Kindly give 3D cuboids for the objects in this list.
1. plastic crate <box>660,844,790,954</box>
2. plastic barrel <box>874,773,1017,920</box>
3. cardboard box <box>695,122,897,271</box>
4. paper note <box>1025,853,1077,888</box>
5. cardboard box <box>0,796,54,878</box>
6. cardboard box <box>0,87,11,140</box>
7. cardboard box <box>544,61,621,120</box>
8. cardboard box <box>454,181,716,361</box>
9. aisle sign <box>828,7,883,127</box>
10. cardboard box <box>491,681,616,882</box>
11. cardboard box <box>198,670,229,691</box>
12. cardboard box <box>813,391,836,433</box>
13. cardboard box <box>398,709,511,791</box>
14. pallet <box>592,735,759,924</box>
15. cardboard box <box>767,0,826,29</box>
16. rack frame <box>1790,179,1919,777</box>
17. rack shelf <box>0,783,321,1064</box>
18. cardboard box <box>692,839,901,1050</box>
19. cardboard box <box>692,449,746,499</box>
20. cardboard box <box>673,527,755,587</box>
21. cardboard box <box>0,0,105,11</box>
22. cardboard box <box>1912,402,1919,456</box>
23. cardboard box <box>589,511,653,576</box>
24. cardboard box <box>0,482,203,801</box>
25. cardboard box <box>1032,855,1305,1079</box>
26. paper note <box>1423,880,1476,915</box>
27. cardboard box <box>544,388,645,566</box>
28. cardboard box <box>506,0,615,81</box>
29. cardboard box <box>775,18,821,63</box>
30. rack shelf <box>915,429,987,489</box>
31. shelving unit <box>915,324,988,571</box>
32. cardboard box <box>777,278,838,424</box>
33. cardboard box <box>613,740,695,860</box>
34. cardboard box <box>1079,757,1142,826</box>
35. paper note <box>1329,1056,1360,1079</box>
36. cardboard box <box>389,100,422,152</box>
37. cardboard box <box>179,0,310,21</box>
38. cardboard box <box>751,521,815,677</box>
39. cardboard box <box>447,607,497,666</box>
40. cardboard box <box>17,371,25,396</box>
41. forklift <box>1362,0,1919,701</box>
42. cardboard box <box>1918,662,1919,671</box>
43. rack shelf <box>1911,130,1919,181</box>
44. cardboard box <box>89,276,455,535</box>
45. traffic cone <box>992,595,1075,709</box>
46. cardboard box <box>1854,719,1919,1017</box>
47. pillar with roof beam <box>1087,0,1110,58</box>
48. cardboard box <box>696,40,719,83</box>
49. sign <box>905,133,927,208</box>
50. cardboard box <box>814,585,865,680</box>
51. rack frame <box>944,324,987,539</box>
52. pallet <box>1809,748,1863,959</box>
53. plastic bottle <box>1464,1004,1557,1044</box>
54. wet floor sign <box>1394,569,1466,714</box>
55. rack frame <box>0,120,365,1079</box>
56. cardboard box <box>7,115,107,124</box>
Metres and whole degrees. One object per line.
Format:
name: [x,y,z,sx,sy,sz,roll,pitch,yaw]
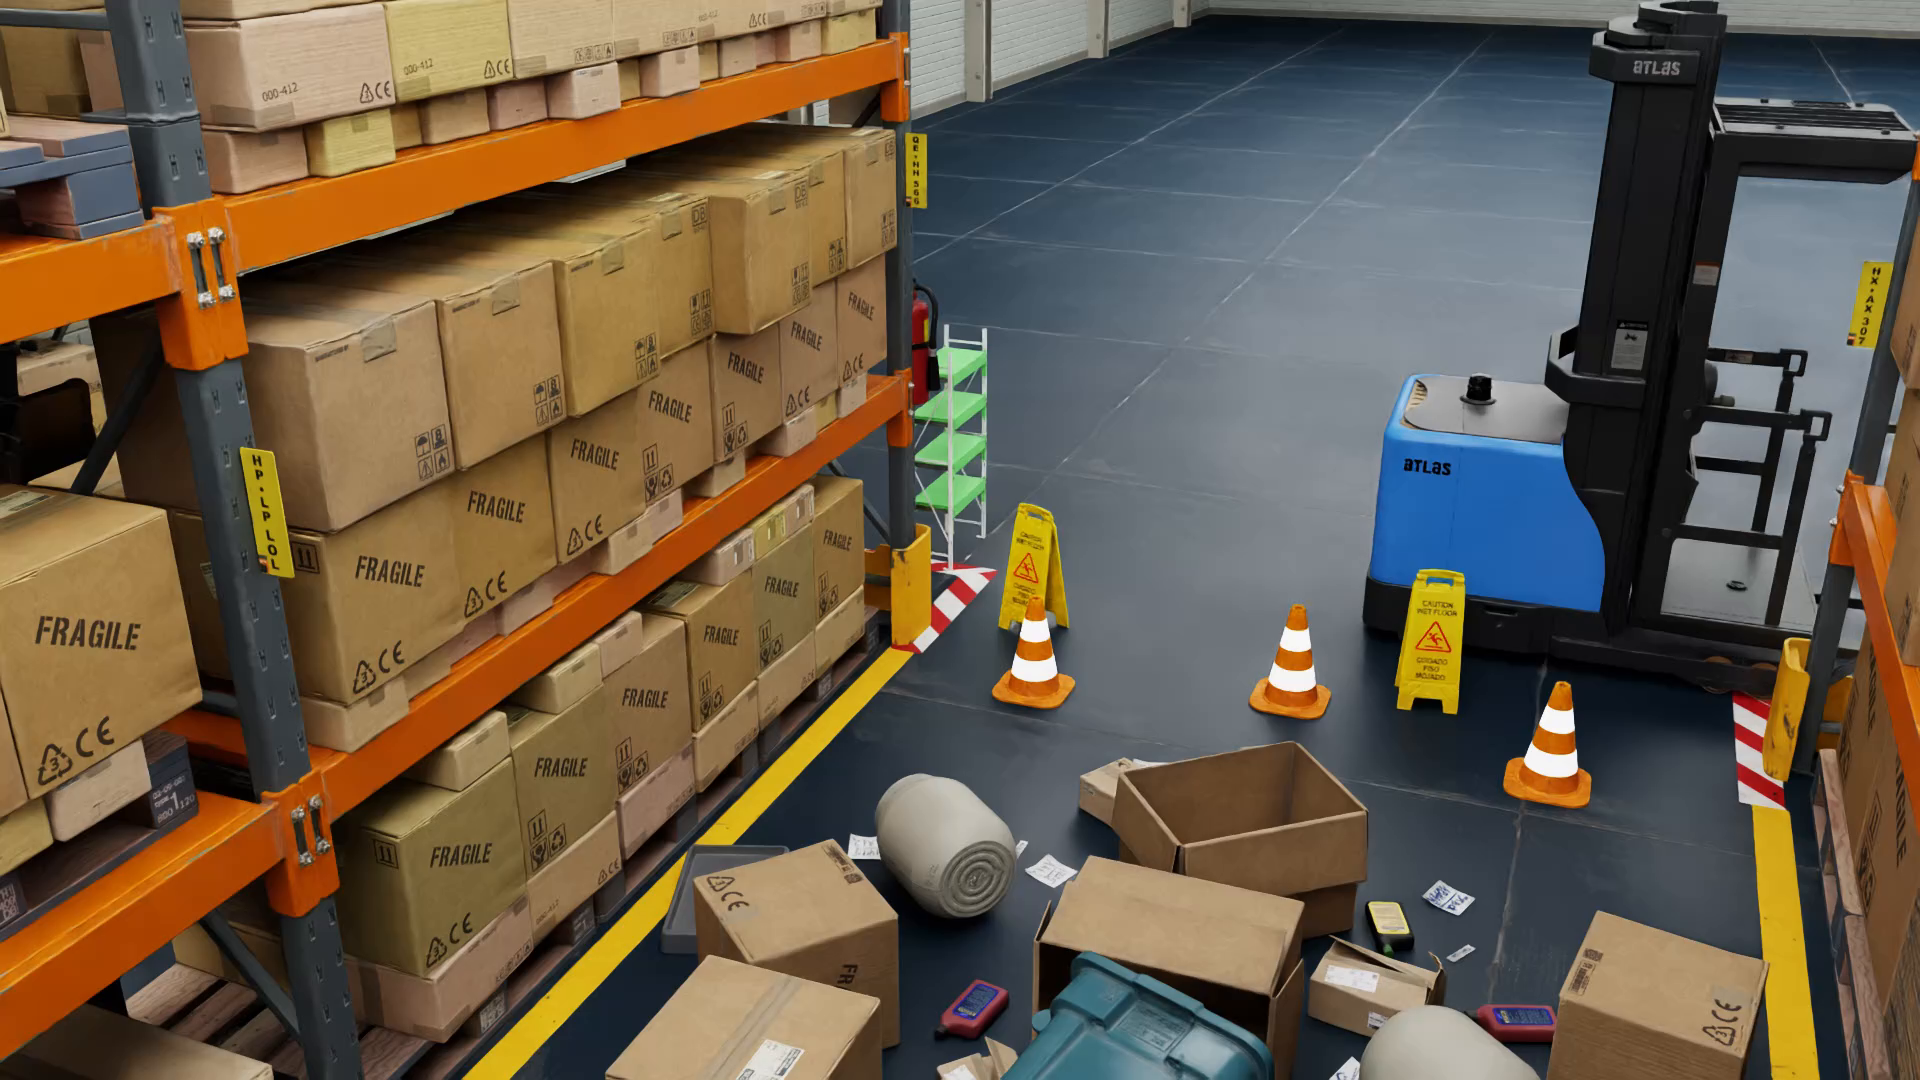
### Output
plastic crate: [-0.842,1.295,6.046,0.402,0.080,0.583,1,23,2]
plastic barrel: [-0.062,1.105,6.055,0.421,0.421,0.512,-12,25,-26]
cardboard box: [-0.688,-1.470,7.065,0.700,0.500,0.500,8,24,19]
paper note: [0.342,1.242,6.253,0.148,0.019,0.142,19,29,38]
cardboard box: [-2.236,0.630,3.632,0.380,0.149,0.250,8,24,18]
cardboard box: [-2.269,-0.887,3.239,0.500,0.250,0.500,8,24,19]
cardboard box: [-1.283,-1.401,5.147,0.380,0.149,0.250,8,24,19]
cardboard box: [-1.291,-0.934,5.782,0.700,0.500,0.500,9,24,20]
aisle sign: [-0.408,-2.220,7.299,0.394,0.787,0.004,9,24,20]
cardboard box: [-1.529,0.755,5.600,0.500,0.500,0.500,10,25,22]
cardboard box: [-2.350,0.349,4.848,0.380,0.149,0.250,9,24,20]
cardboard box: [-0.747,-0.564,7.034,0.380,0.149,0.250,8,24,19]
cardboard box: [-1.615,0.613,5.099,0.380,0.149,0.250,9,24,21]
pallet: [-1.518,0.995,6.593,1.003,0.211,1.213,9,24,20]
cardboard box: [-0.841,-2.092,6.283,0.500,0.250,0.500,8,24,19]
rack frame: [3.933,-0.367,6.236,1.000,3.000,0.127,9,24,20]
rack shelf: [-2.929,1.440,2.845,1.077,0.370,4.000,9,24,20]
cardboard box: [-0.525,1.356,5.352,0.500,0.500,0.500,-12,25,-26]
cardboard box: [-1.051,-0.291,6.381,0.380,0.149,0.250,9,24,20]
cardboard box: [-1.026,0.039,6.473,0.380,0.149,0.250,10,25,22]
cardboard box: [-2.271,-1.389,4.082,0.380,0.149,0.250,9,24,21]
cardboard box: [3.306,-0.416,4.759,0.875,0.550,0.550,9,24,20]
cardboard box: [-1.288,-0.015,5.721,0.380,0.149,0.250,9,24,20]
cardboard box: [-2.145,0.213,3.788,0.500,0.500,0.500,8,24,19]
cardboard box: [0.658,1.377,5.125,0.797,0.637,0.503,9,24,20]
paper note: [1.789,1.307,6.083,0.144,0.017,0.142,19,29,38]
cardboard box: [-1.401,-0.270,5.488,0.500,0.500,0.500,9,24,20]
cardboard box: [-1.388,-1.542,4.966,0.500,0.250,0.500,9,24,21]
cardboard box: [-0.766,-1.956,6.475,0.380,0.149,0.250,10,25,22]
rack shelf: [-0.061,-0.436,8.902,0.258,0.148,0.480,9,24,20]
shelving unit: [-0.061,-0.494,8.877,0.258,1.200,0.503,9,24,20]
cardboard box: [-0.837,-0.811,6.783,0.500,0.500,0.500,9,24,20]
cardboard box: [-1.334,0.912,6.198,0.500,0.250,0.500,8,24,19]
cardboard box: [0.688,1.034,6.581,0.250,0.149,0.380,-17,28,-35]
paper note: [1.252,1.690,5.174,0.172,0.023,0.155,19,29,38]
cardboard box: [-1.704,-1.143,4.528,0.380,0.149,0.250,9,24,20]
cardboard box: [-1.766,-1.310,3.894,0.380,0.149,0.250,8,24,19]
cardboard box: [-0.947,0.201,6.927,0.500,0.500,0.500,10,25,22]
cardboard box: [-1.656,0.244,5.100,0.380,0.149,0.250,9,24,20]
cardboard box: [-5.376,-0.742,8.860,0.500,0.250,0.500,9,24,21]
forklift: [3.539,-0.858,7.501,3.031,2.935,1.130,8,24,18]
cardboard box: [3.170,0.281,4.490,0.875,0.550,0.500,9,24,20]
rack shelf: [3.190,-0.703,4.083,1.077,0.370,4.000,9,24,20]
cardboard box: [-1.822,-0.379,4.453,0.700,0.500,0.500,9,24,20]
traffic cone: [0.337,0.470,7.525,0.336,0.463,0.334,9,24,20]
cardboard box: [3.417,0.987,5.207,0.875,0.875,0.875,8,24,19]
pillar with roof beam: [6.506,-12.369,27.186,9.100,9.000,0.400,9,24,20]
cardboard box: [-1.075,-1.686,5.828,0.380,0.149,0.250,8,24,19]
sign: [-0.193,-1.633,7.355,0.100,0.325,0.005,9,24,20]
cardboard box: [-0.760,0.372,7.490,0.500,0.250,0.500,9,24,20]
rack frame: [0.029,-0.582,9.086,0.240,1.200,0.015,9,24,20]
pallet: [3.708,1.217,6.062,1.003,0.211,1.213,9,24,20]
plastic bottle: [1.794,1.572,5.406,0.283,0.061,0.133,1,23,2]
wet floor sign: [2.105,0.426,7.394,0.267,0.644,0.232,5,23,11]
rack frame: [-2.186,0.392,4.420,1.000,3.000,0.127,9,24,20]
cardboard box: [-2.353,-1.033,4.265,0.380,0.149,0.250,9,24,20]
